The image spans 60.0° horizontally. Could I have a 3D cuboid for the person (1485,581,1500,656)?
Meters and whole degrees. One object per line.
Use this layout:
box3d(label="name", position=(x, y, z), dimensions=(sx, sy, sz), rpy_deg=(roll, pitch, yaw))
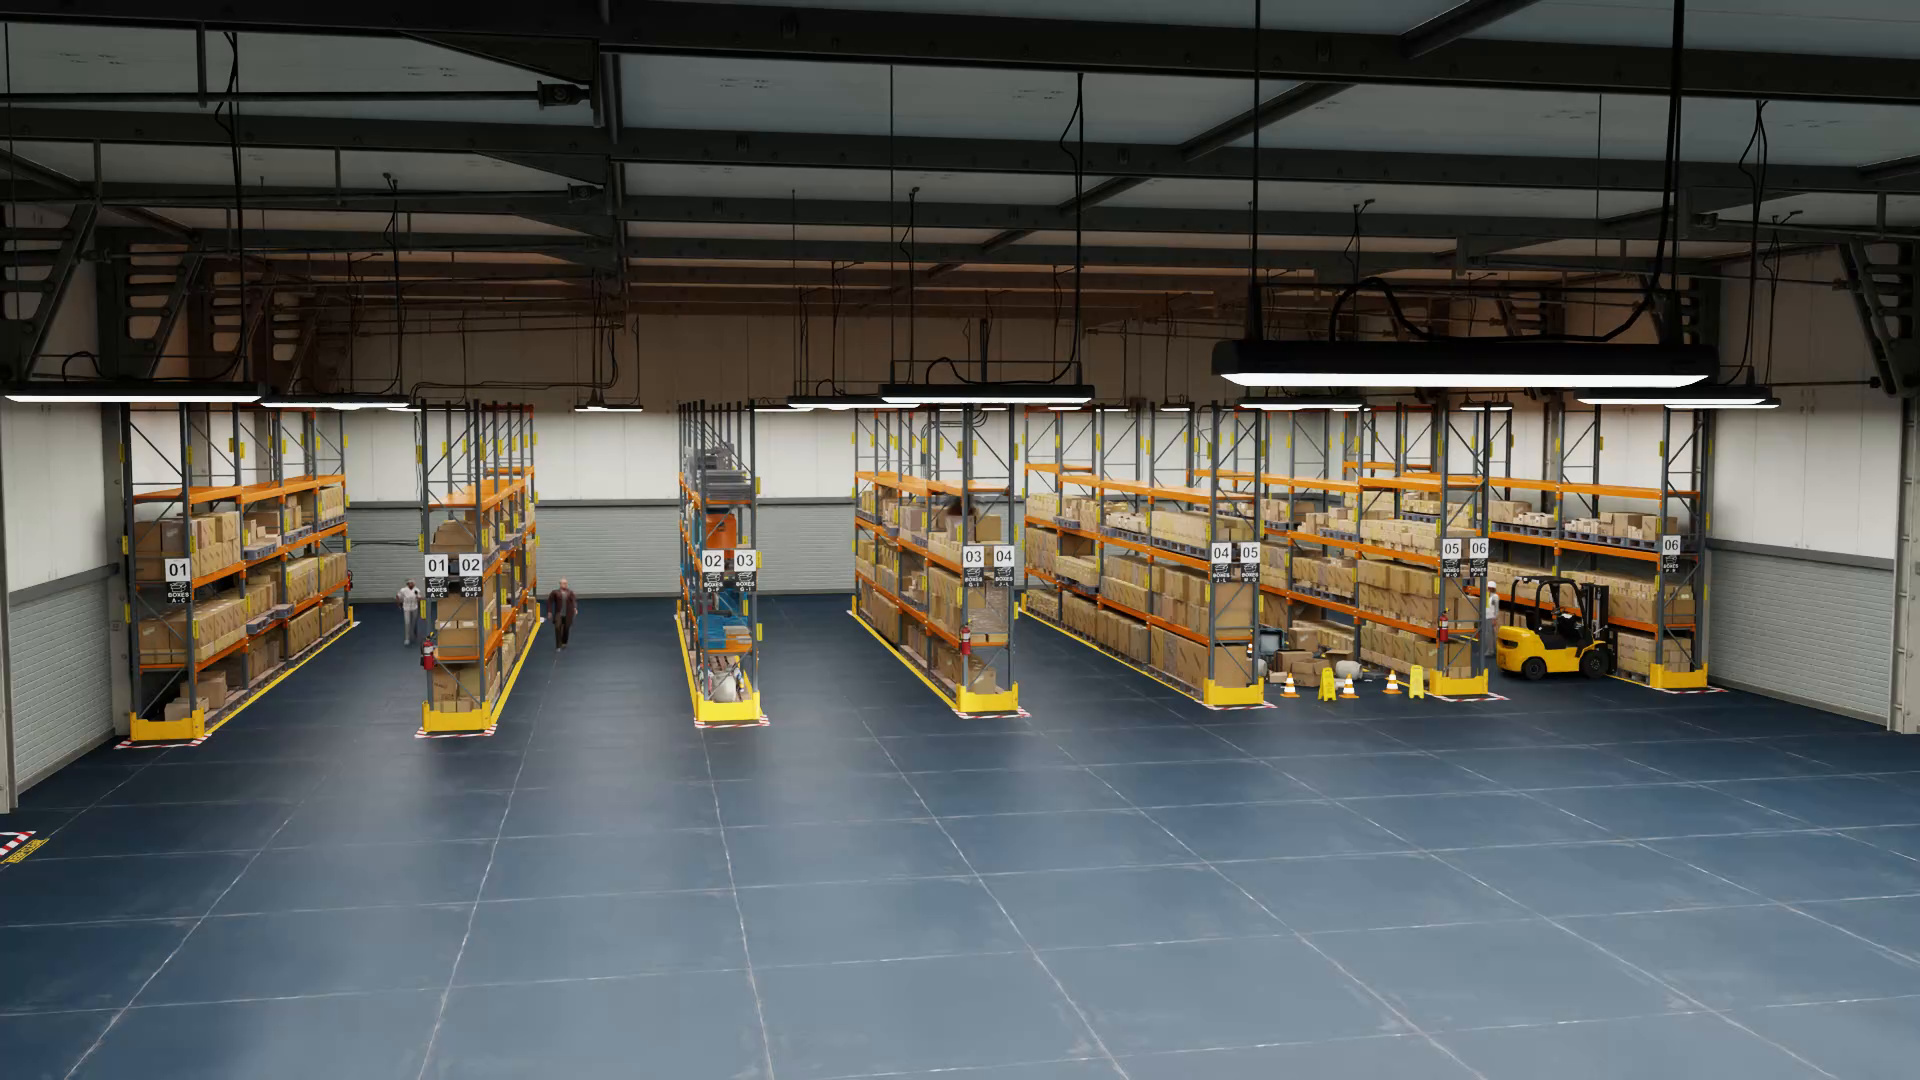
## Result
box3d(label="person", position=(12.585, 1.864, 39.513), dimensions=(0.418, 1.777, 0.563), rpy_deg=(1, 4, 11))

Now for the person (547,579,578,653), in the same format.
box3d(label="person", position=(-9.654, 1.849, 40.376), dimensions=(0.746, 1.814, 0.936), rpy_deg=(-1, 4, -10))

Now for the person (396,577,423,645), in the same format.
box3d(label="person", position=(-13.721, 1.738, 41.401), dimensions=(0.627, 1.642, 1.006), rpy_deg=(-1, 4, -11))
